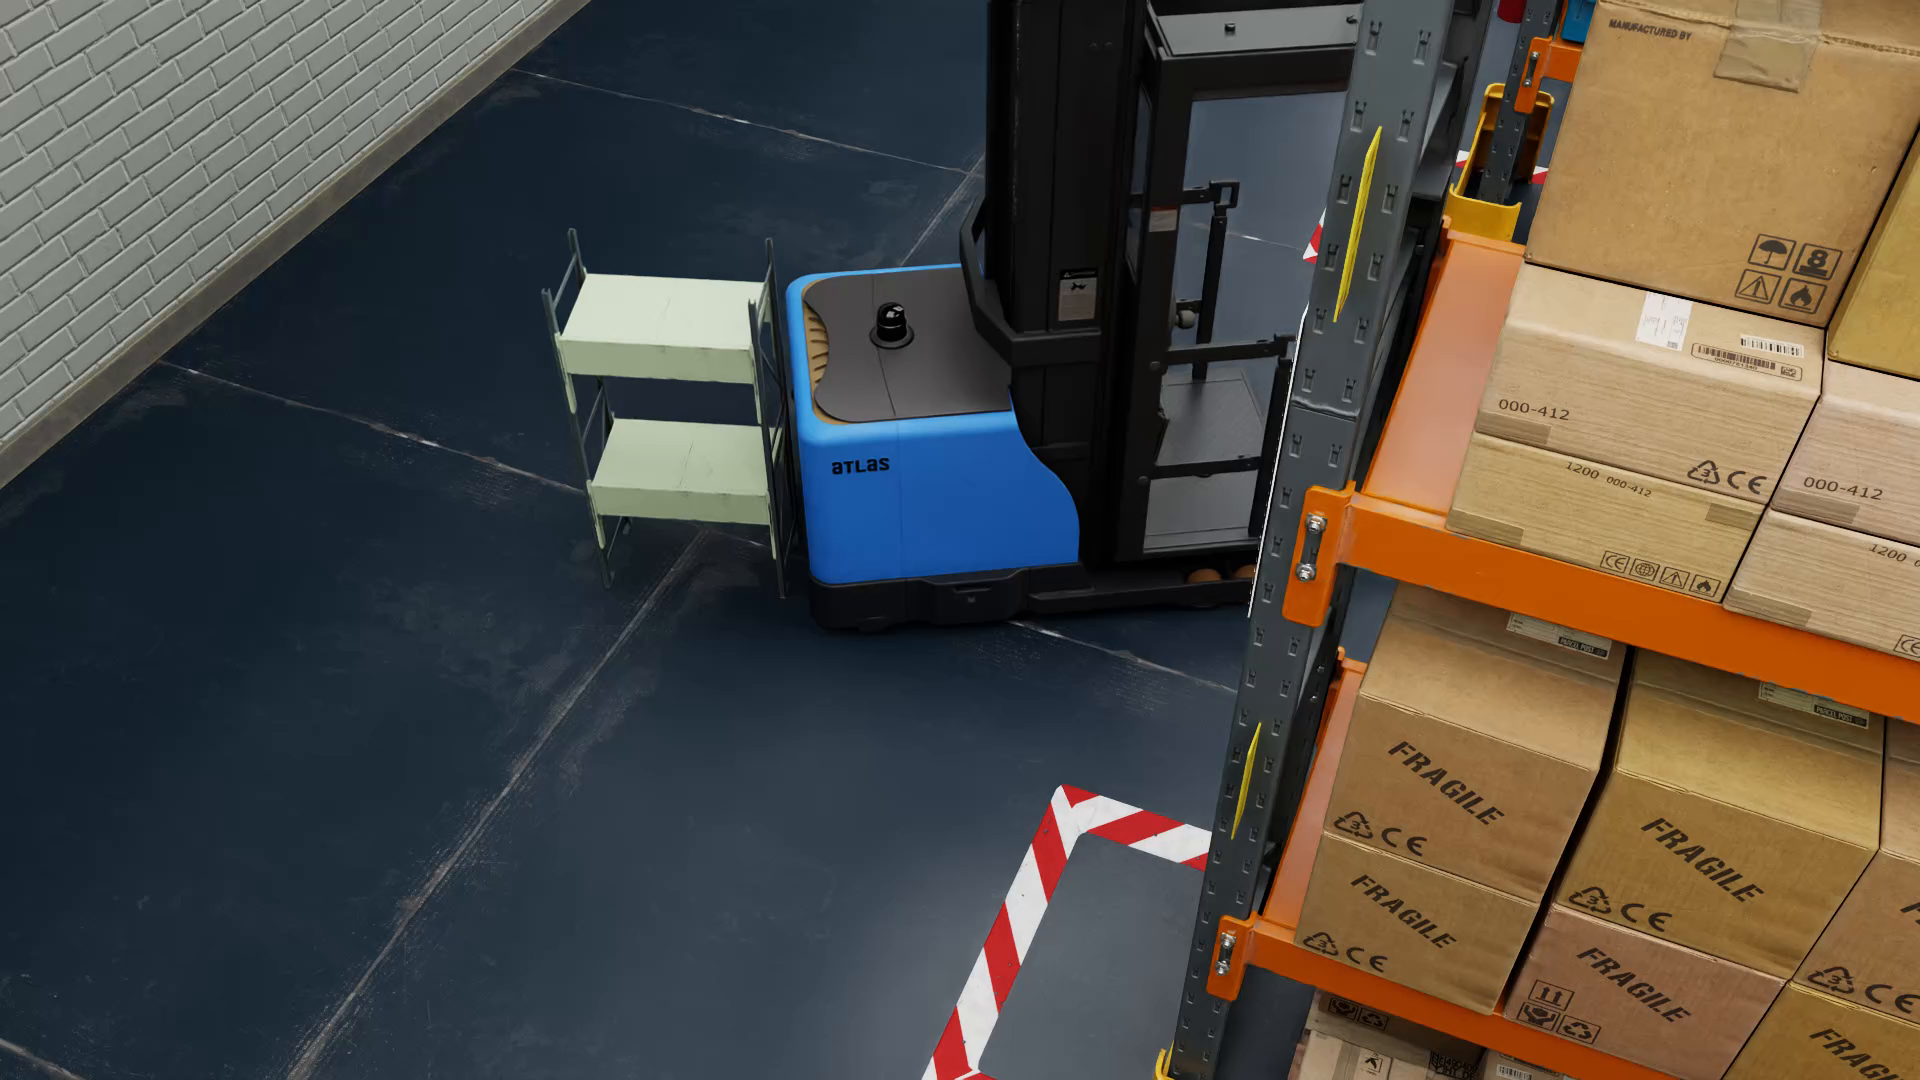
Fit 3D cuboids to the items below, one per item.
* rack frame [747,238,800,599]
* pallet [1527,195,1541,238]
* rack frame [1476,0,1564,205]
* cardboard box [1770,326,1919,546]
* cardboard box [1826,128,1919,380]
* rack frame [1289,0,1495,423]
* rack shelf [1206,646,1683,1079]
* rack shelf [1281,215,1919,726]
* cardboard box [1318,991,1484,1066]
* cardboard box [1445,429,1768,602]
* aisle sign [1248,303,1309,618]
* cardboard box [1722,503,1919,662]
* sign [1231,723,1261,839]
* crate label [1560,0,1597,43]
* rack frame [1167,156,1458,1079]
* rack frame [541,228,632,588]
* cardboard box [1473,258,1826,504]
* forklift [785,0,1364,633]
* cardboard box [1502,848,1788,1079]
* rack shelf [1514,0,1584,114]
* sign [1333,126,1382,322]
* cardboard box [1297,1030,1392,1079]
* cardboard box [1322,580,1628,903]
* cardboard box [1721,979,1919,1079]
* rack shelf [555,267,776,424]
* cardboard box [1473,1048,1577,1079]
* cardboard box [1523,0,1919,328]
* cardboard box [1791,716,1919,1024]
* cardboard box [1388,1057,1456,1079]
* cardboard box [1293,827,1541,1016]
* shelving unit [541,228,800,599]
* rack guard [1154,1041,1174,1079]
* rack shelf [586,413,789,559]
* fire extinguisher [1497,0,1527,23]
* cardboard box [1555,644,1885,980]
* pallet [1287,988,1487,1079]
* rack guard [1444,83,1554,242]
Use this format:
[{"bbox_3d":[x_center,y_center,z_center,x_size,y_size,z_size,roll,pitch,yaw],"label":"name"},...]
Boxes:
[{"bbox_3d":[-0.712,-0.428,6.456,0.023,1.500,0.400,3,45,3],"label":"rack frame"},{"bbox_3d":[3.518,-1.481,8.427,1.213,0.211,1.003,16,47,16],"label":"pallet"},{"bbox_3d":[2.772,-2.718,7.694,0.127,3.000,1.000,16,47,16],"label":"rack frame"},{"bbox_3d":[1.694,-0.233,2.821,0.500,0.250,0.500,16,47,16],"label":"cardboard box"},{"bbox_3d":[1.771,-0.628,2.687,0.500,0.500,0.700,16,47,16],"label":"cardboard box"},{"bbox_3d":[0.862,-1.621,2.339,0.127,3.000,1.000,16,47,16],"label":"rack frame"},{"bbox_3d":[2.708,1.303,4.162,4.000,0.370,1.077,16,47,16],"label":"rack shelf"},{"bbox_3d":[2.708,0.240,3.104,4.000,0.370,1.077,16,47,16],"label":"rack shelf"},{"bbox_3d":[1.458,1.223,5.194,0.500,0.500,0.500,16,47,16],"label":"cardboard box"},{"bbox_3d":[1.238,-0.200,3.143,0.500,0.250,0.500,16,47,16],"label":"cardboard box"},{"bbox_3d":[0.686,-0.244,3.364,0.004,0.787,0.394,16,47,16],"label":"aisle sign"},{"bbox_3d":[1.694,-0.056,2.998,0.500,0.250,0.500,16,47,16],"label":"cardboard box"},{"bbox_3d":[0.653,0.552,3.794,0.005,0.325,0.100,16,47,16],"label":"sign"},{"bbox_3d":[2.873,-2.399,7.449,0.303,0.233,0.416,16,47,16],"label":"crate label"},{"bbox_3d":[0.862,0.505,4.455,0.127,3.000,1.000,16,47,16],"label":"rack frame"},{"bbox_3d":[-1.441,-0.473,6.501,0.023,1.500,0.400,3,45,3],"label":"rack frame"},{"bbox_3d":[1.236,-0.373,2.963,0.500,0.250,0.500,16,47,16],"label":"cardboard box"},{"bbox_3d":[0.848,-1.129,6.145,3.031,2.935,1.130,-5,45,-5],"label":"forklift"},{"bbox_3d":[1.648,0.898,3.988,0.500,0.500,0.500,16,47,15],"label":"cardboard box"},{"bbox_3d":[4.618,-1.920,7.402,4.000,0.370,1.077,16,47,16],"label":"rack shelf"},{"bbox_3d":[0.653,-0.515,2.733,0.005,0.325,0.100,16,47,16],"label":"sign"},{"bbox_3d":[1.116,1.697,4.966,0.250,0.149,0.380,16,47,16],"label":"cardboard box"},{"bbox_3d":[1.170,0.407,3.773,0.500,0.500,0.500,18,48,17],"label":"cardboard box"},{"bbox_3d":[2.110,1.037,3.849,0.500,0.500,0.500,16,47,16],"label":"cardboard box"},{"bbox_3d":[-1.077,-0.727,6.203,0.720,0.370,0.431,3,45,3],"label":"rack shelf"},{"bbox_3d":[1.716,1.792,4.799,0.500,0.250,0.500,16,47,16],"label":"cardboard box"},{"bbox_3d":[1.342,-0.819,2.879,0.500,0.500,0.700,16,47,16],"label":"cardboard box"},{"bbox_3d":[2.115,0.684,3.496,0.500,0.500,0.500,17,47,16],"label":"cardboard box"},{"bbox_3d":[1.347,1.759,4.891,0.250,0.166,0.380,16,47,16],"label":"cardboard box"},{"bbox_3d":[1.170,0.762,4.126,0.500,0.500,0.500,17,47,17],"label":"cardboard box"},{"bbox_3d":[-1.077,-0.450,6.478,0.755,1.500,0.431,3,45,3],"label":"shelving unit"},{"bbox_3d":[0.932,1.412,5.315,0.348,0.500,1.175,16,47,16],"label":"rack guard"},{"bbox_3d":[-1.077,-0.219,6.708,0.720,0.370,0.431,3,45,3],"label":"rack shelf"},{"bbox_3d":[2.808,-2.895,8.192,0.183,0.674,0.296,16,47,16],"label":"fire extinguisher"},{"bbox_3d":[1.655,0.544,3.635,0.500,0.500,0.500,17,47,16],"label":"cardboard box"},{"bbox_3d":[1.668,1.730,5.200,1.213,0.211,1.003,16,47,16],"label":"pallet"},{"bbox_3d":[2.745,-1.830,8.574,0.348,0.500,1.175,16,47,16],"label":"rack guard"}]
